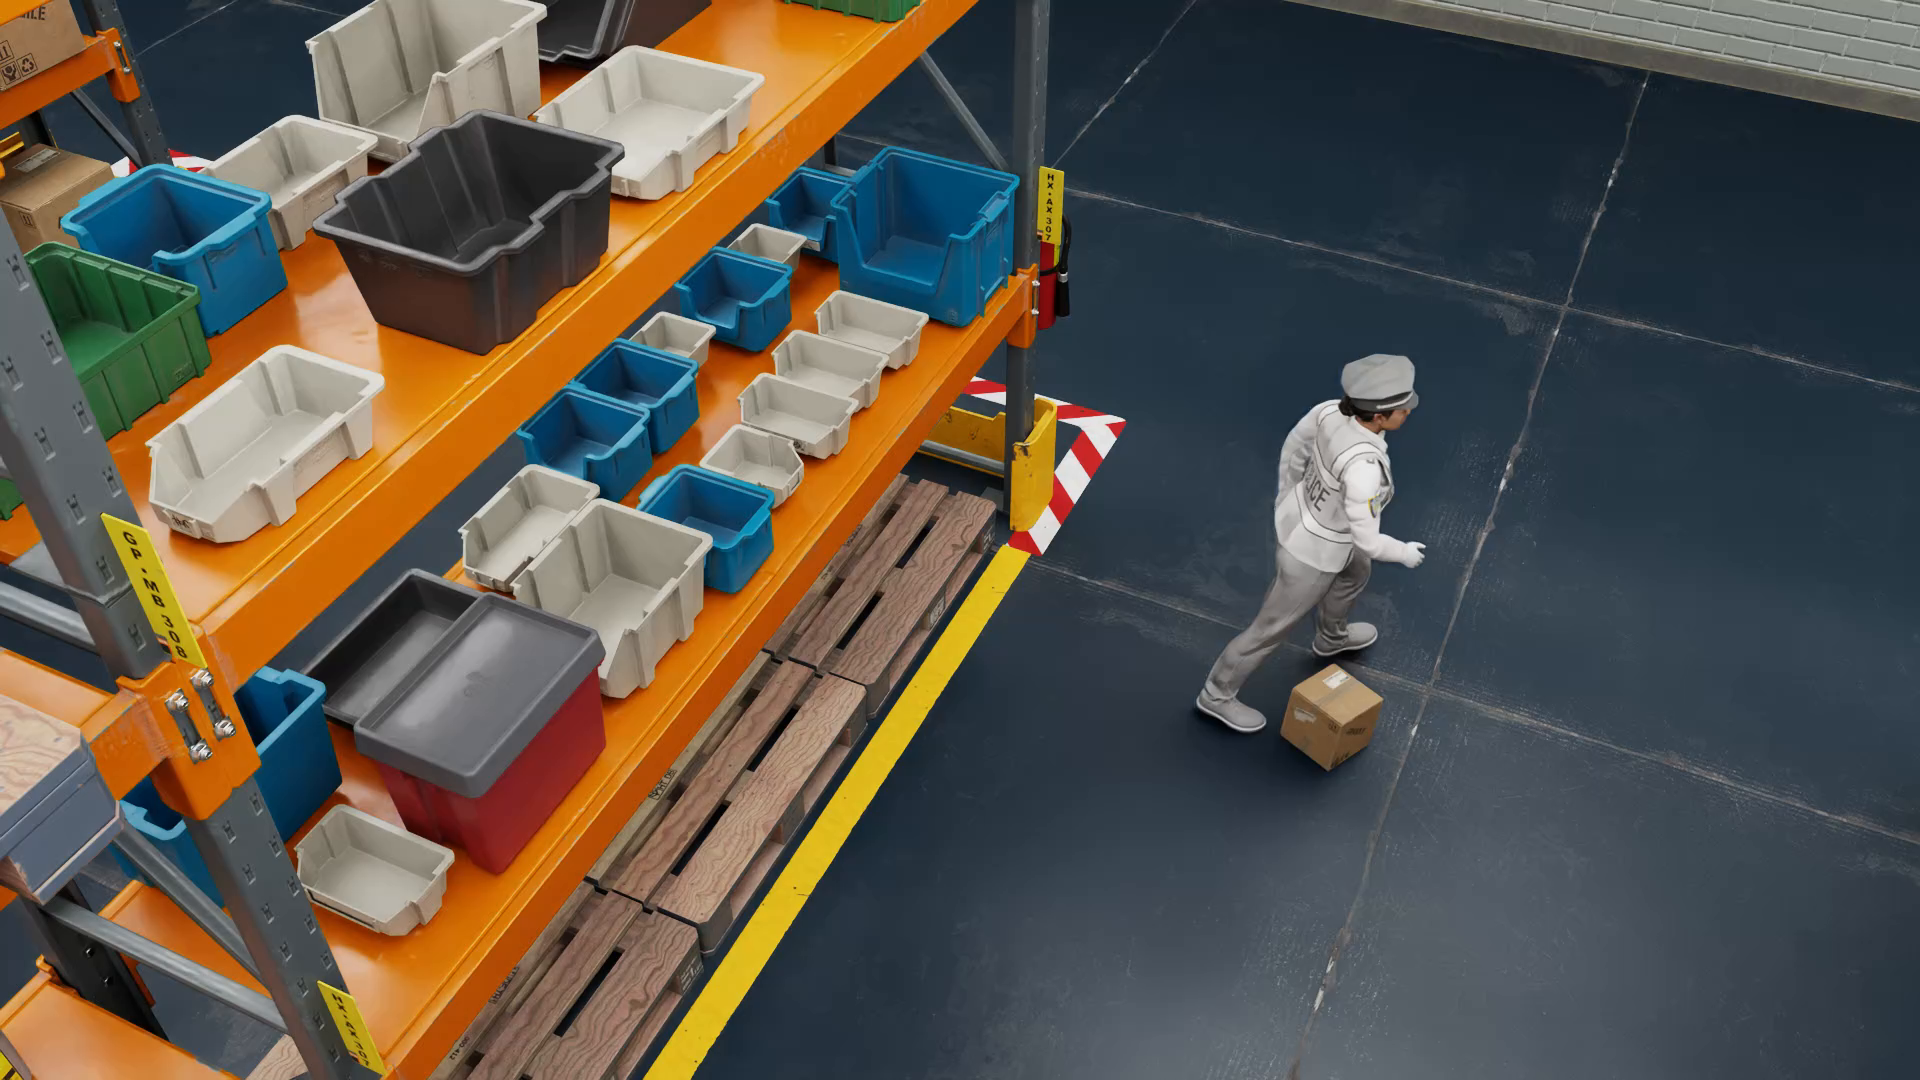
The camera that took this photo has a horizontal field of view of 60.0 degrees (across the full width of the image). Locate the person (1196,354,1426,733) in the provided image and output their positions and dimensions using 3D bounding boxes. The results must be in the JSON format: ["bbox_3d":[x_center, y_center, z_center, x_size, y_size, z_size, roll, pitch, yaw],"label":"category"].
[{"bbox_3d":[1.327,0.003,6.168,0.769,1.618,0.631,1,42,1],"label":"person"}]
